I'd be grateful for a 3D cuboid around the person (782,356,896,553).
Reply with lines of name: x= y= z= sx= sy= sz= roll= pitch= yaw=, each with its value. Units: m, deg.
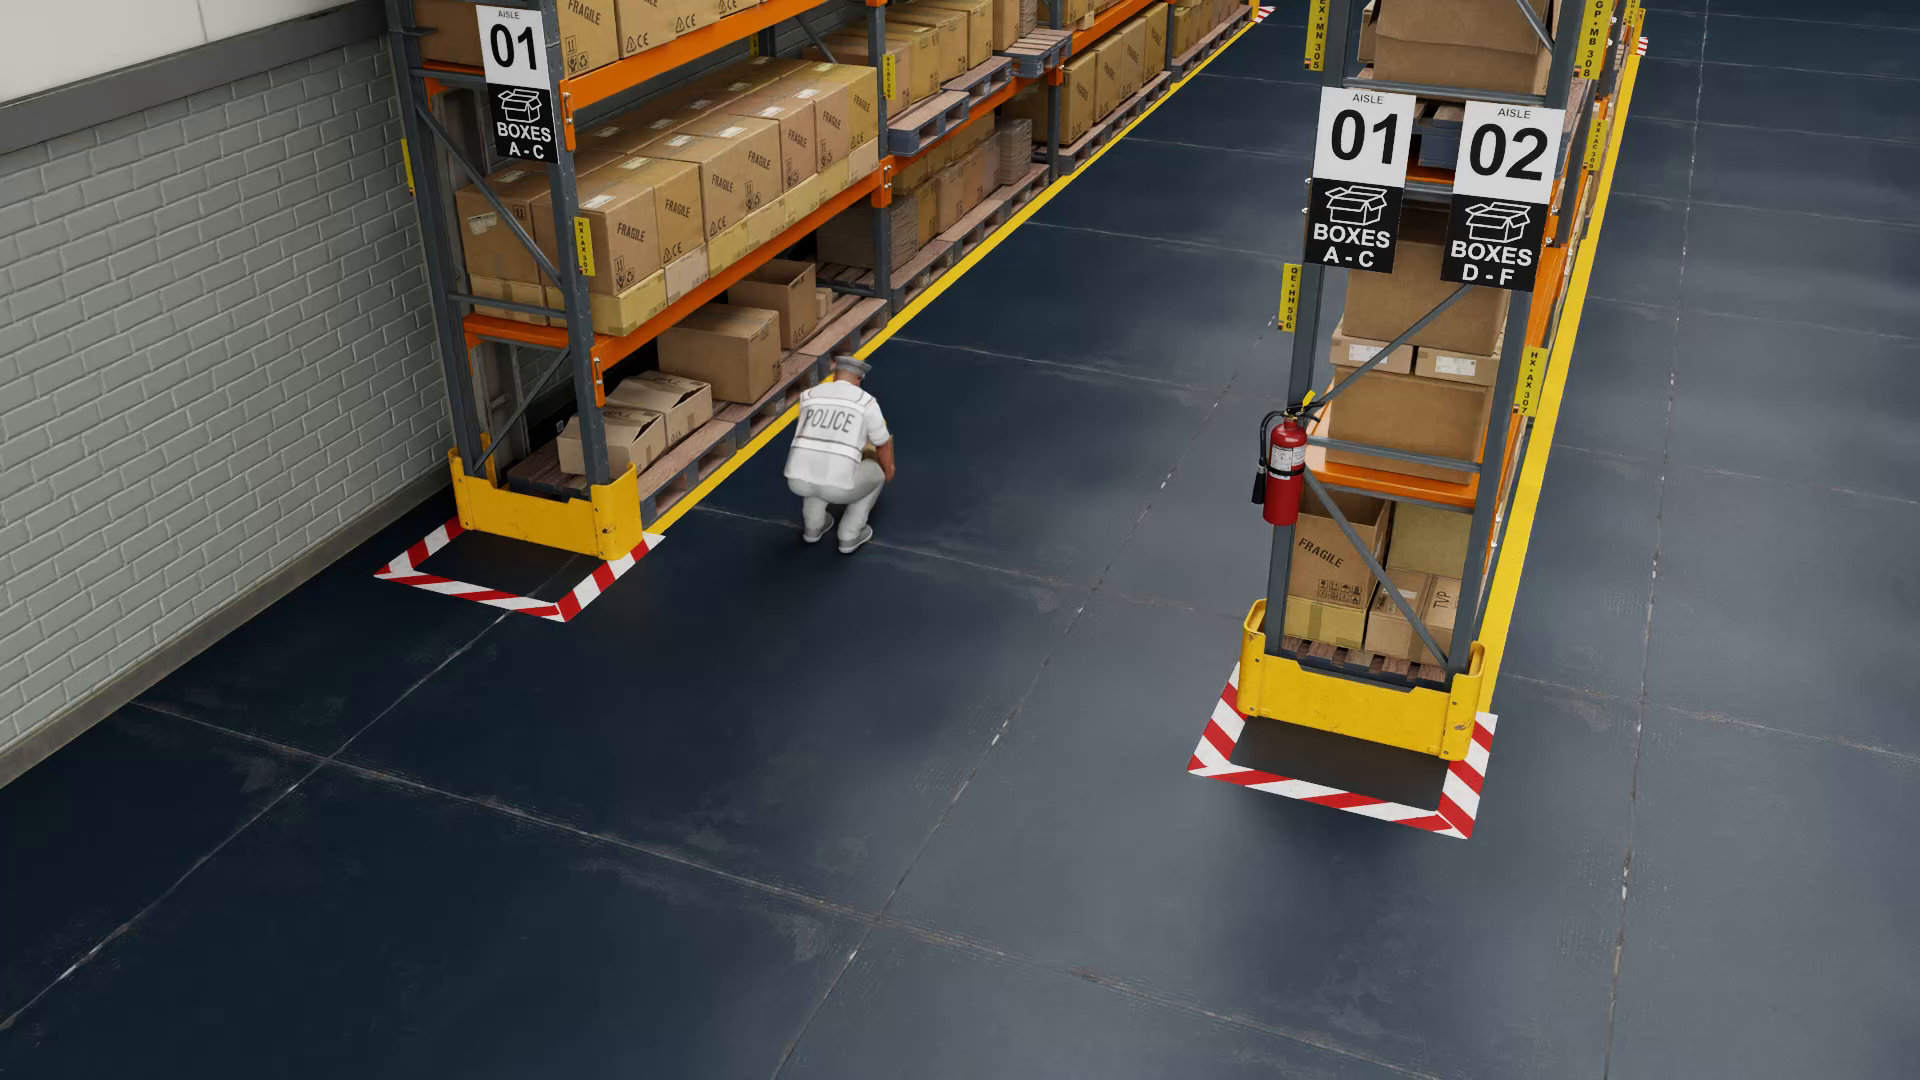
person: x=-0.744 y=-0.524 z=10.056 sx=0.566 sy=1.035 sz=0.890 roll=11 pitch=31 yaw=19
